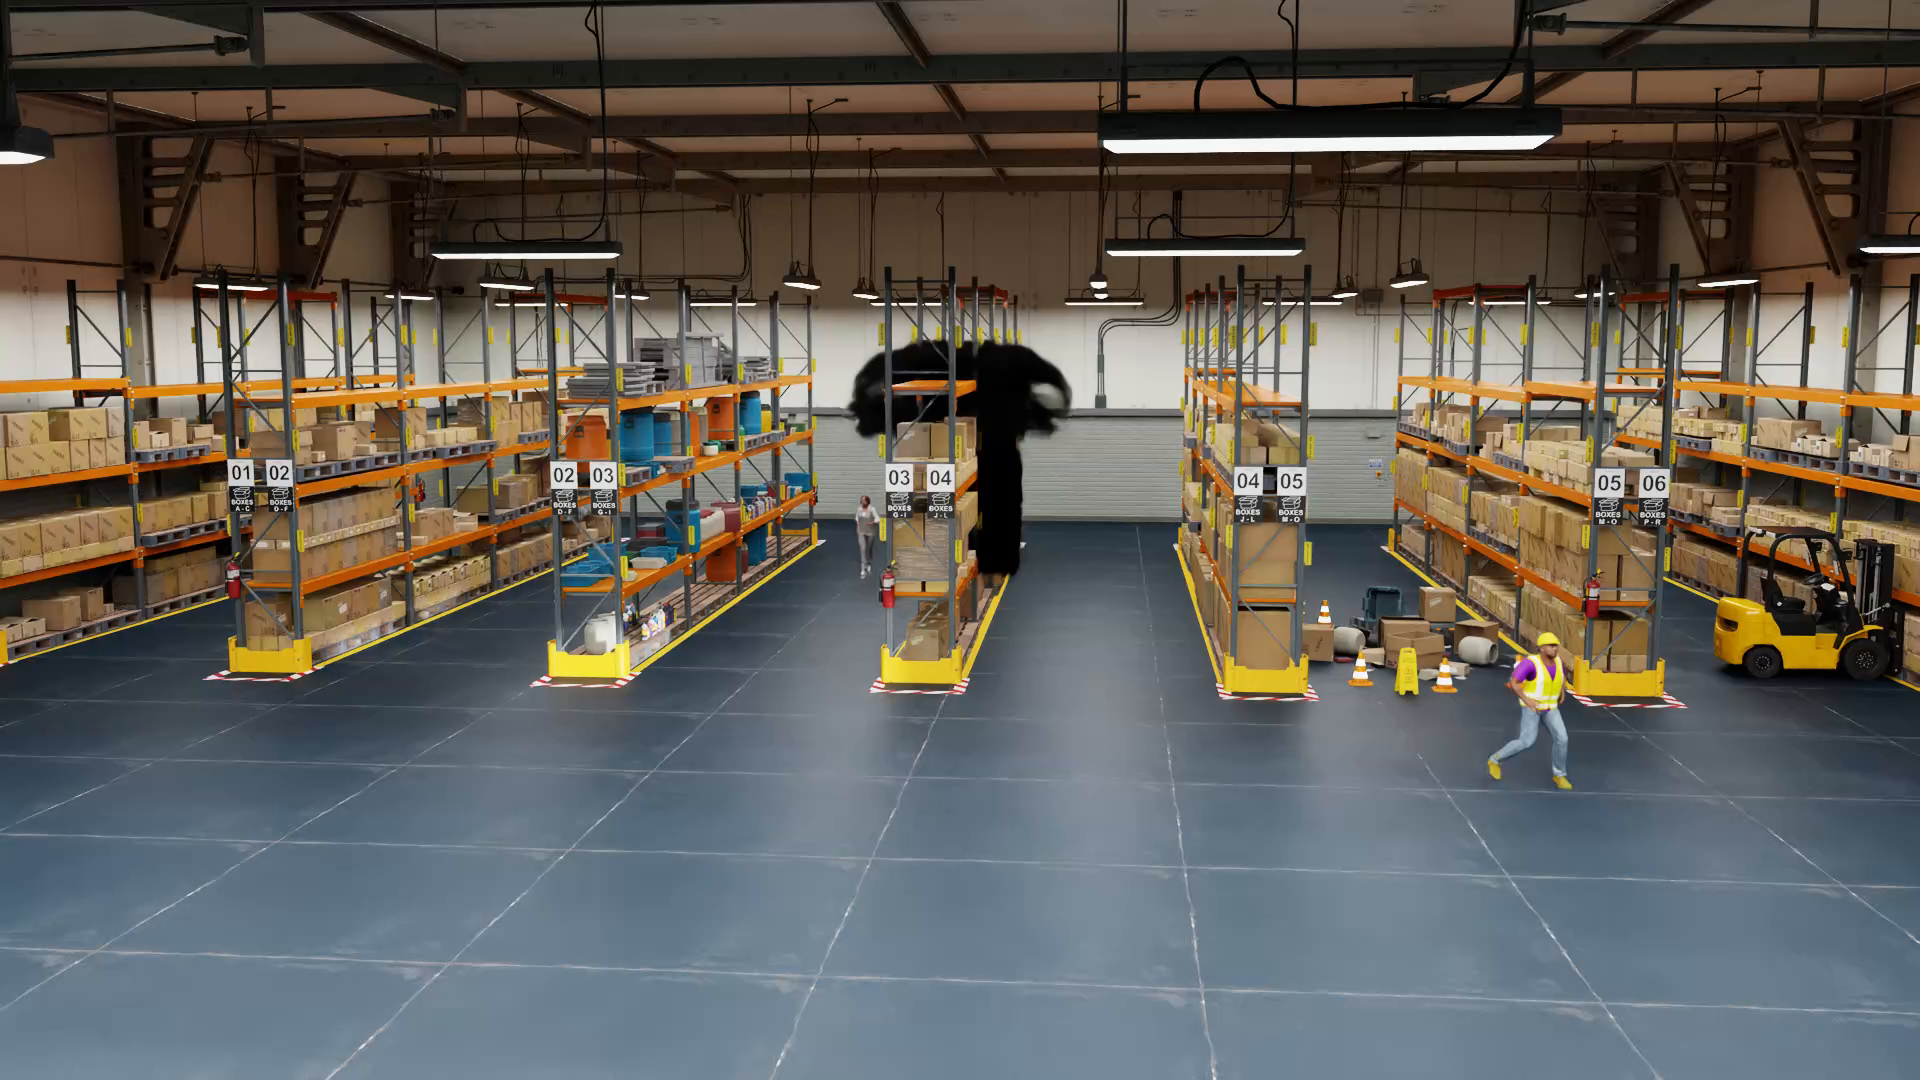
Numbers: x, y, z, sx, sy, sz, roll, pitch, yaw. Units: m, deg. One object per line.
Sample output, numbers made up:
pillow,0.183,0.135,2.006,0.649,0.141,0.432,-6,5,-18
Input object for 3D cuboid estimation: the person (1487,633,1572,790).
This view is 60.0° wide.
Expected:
person,6.478,1.903,18.658,0.915,1.761,0.744,-3,8,-26

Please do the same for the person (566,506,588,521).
person,-9.686,-0.943,41.971,0.850,1.772,0.682,1,7,8

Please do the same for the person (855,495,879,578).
person,-1.854,-0.093,33.080,0.511,1.621,0.774,1,7,5
